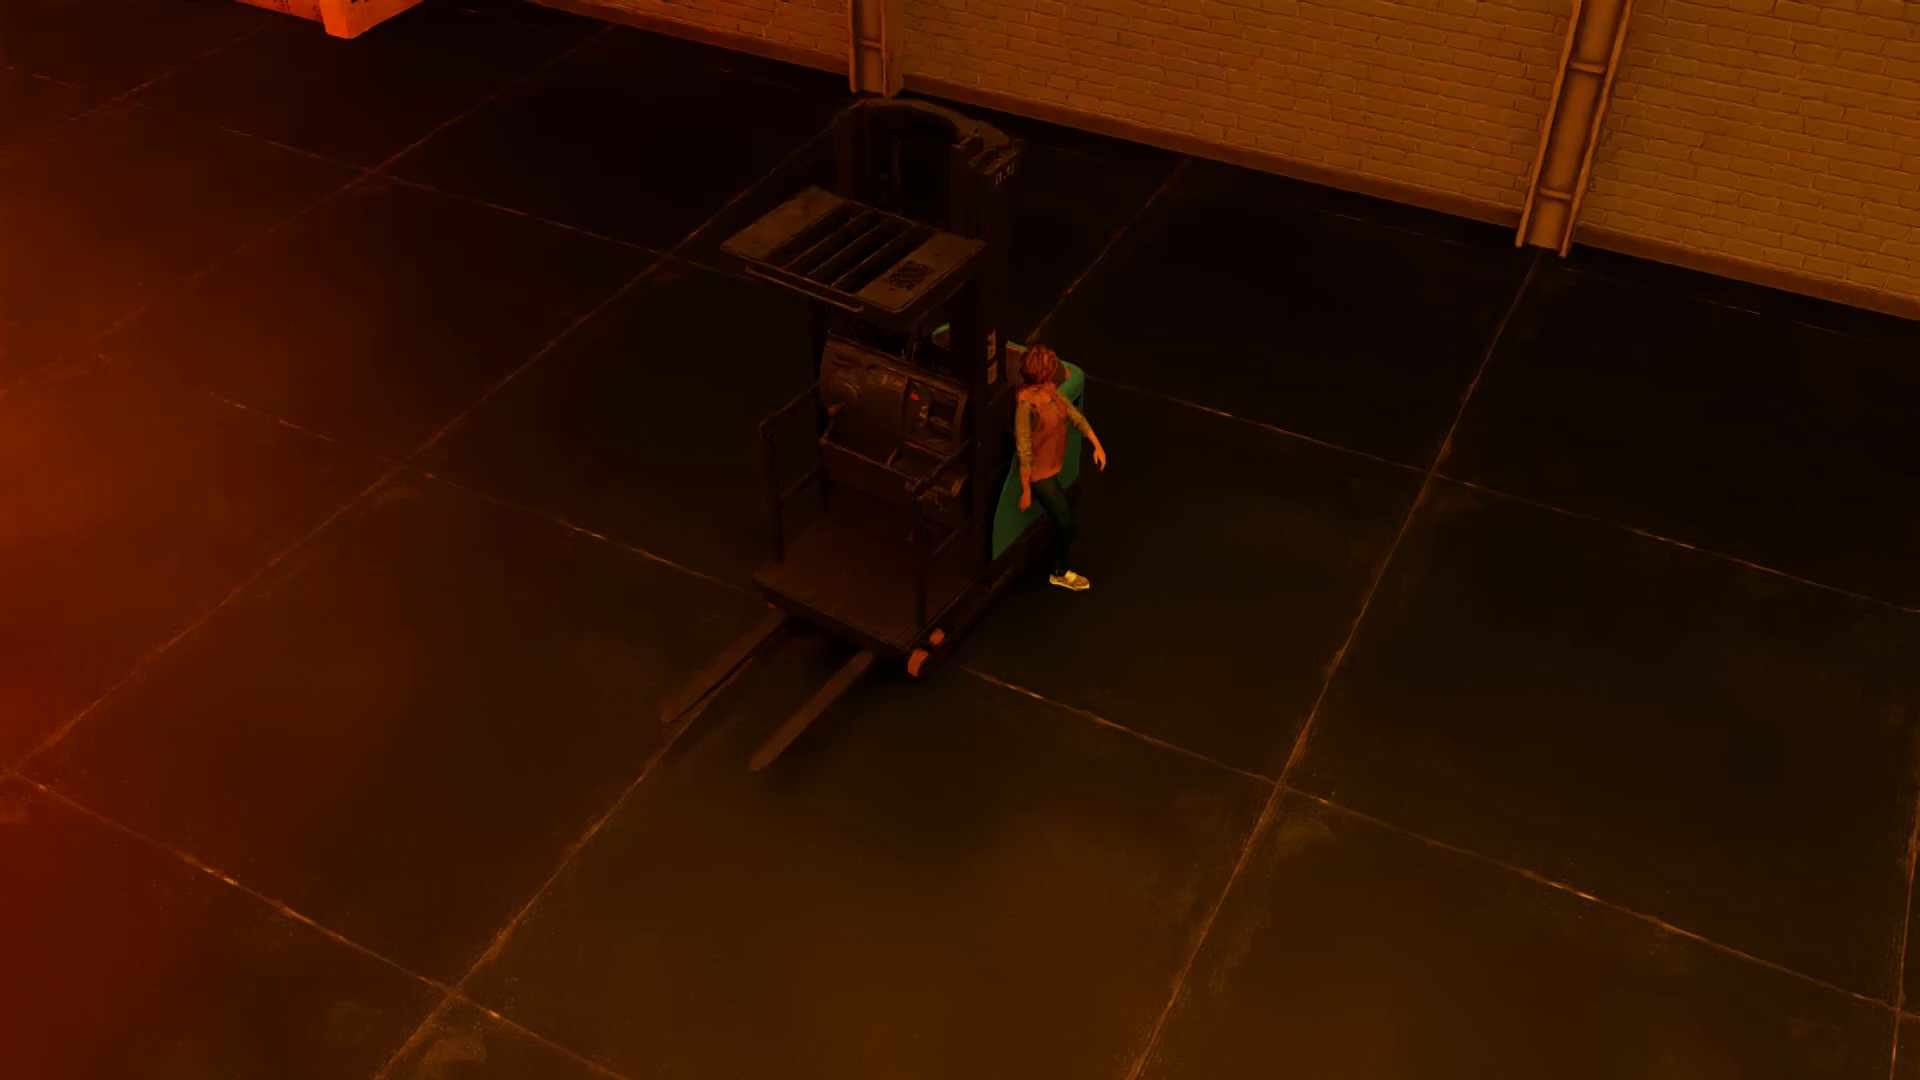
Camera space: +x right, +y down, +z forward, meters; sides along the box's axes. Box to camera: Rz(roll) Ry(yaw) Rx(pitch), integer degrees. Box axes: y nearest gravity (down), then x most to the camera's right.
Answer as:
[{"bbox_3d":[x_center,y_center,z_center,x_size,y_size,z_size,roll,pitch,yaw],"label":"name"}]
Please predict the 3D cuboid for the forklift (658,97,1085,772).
[{"bbox_3d":[-0.482,-0.696,8.813,1.130,2.935,3.031,23,45,25],"label":"forklift"}]

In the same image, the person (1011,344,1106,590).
[{"bbox_3d":[0.461,-0.407,9.578,0.756,1.492,0.574,8,41,10],"label":"person"}]
